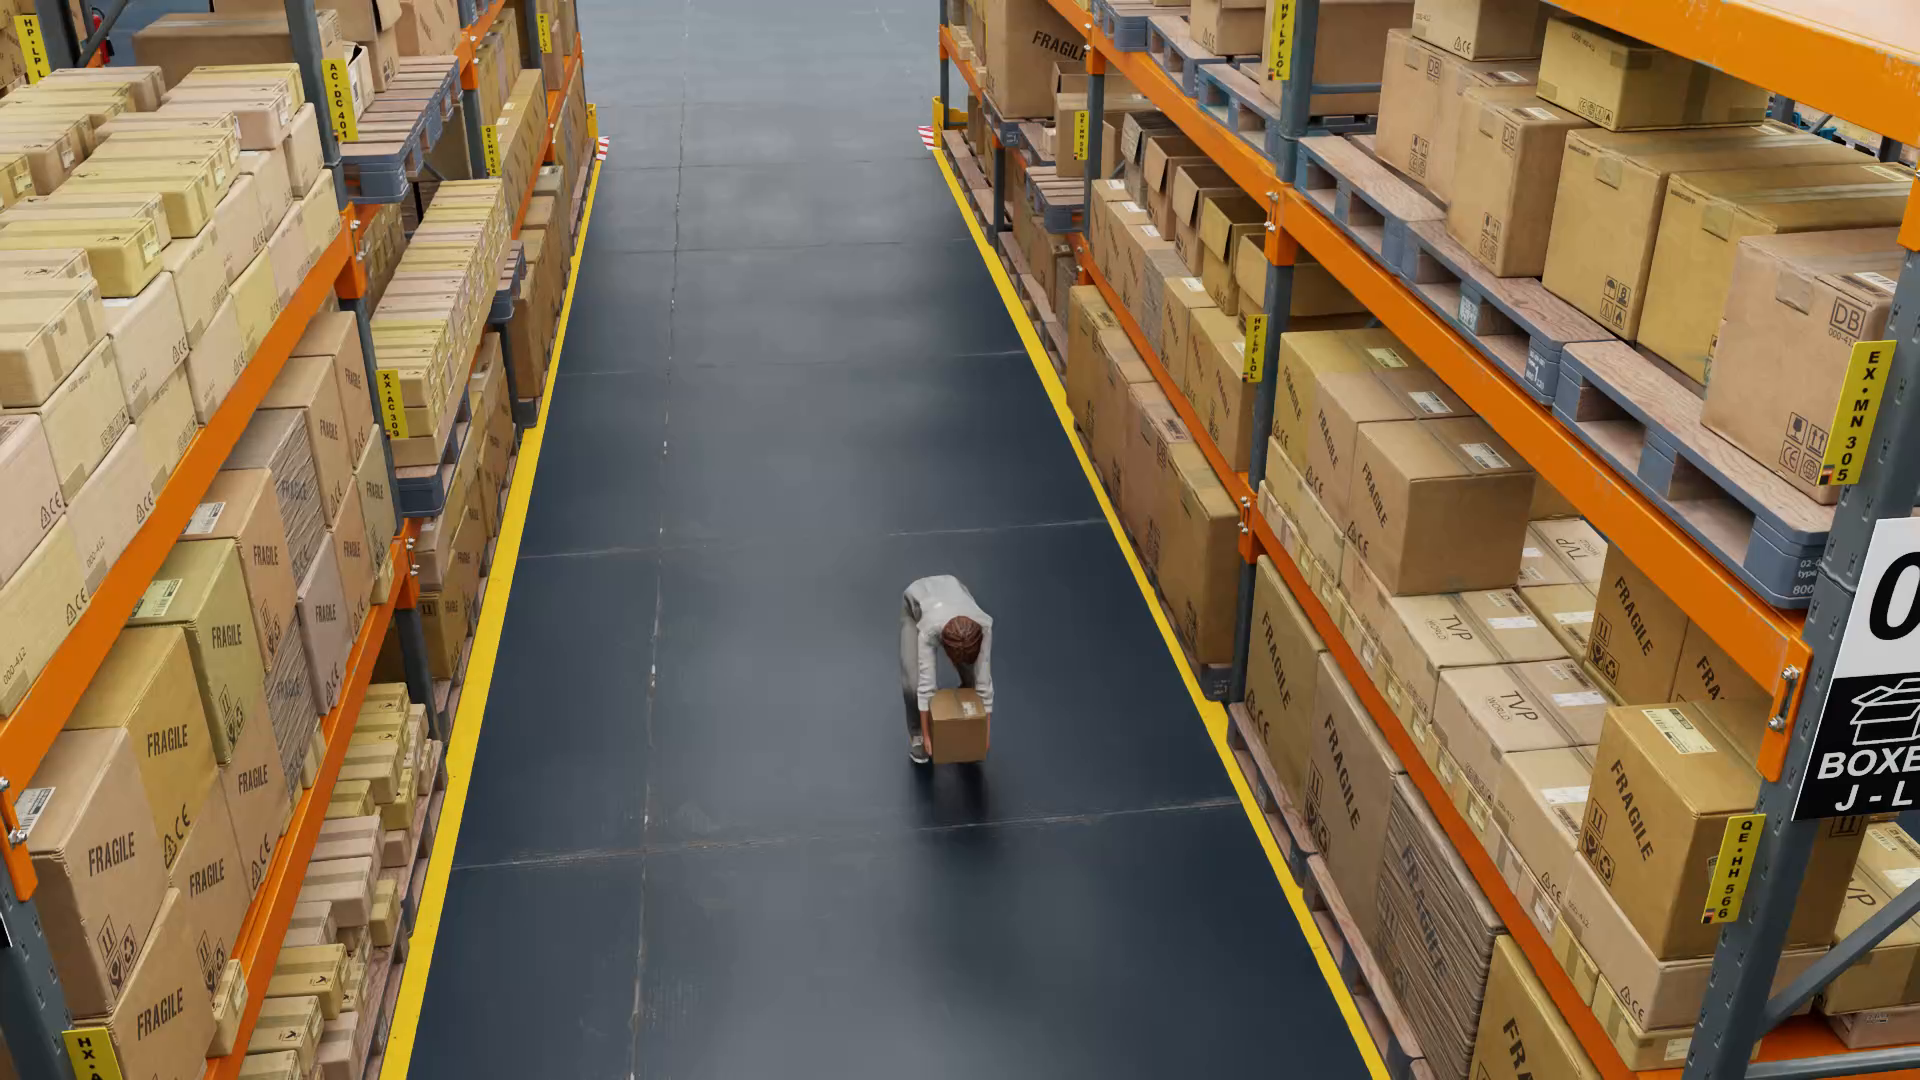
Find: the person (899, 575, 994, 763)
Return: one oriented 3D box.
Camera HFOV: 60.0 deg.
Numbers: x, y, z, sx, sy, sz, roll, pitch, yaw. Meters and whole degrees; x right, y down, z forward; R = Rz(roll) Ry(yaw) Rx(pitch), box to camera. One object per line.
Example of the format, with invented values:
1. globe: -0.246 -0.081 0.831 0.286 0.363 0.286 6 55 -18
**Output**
1. person: -0.065 0.673 7.968 0.411 1.018 0.857 -5 28 -9
